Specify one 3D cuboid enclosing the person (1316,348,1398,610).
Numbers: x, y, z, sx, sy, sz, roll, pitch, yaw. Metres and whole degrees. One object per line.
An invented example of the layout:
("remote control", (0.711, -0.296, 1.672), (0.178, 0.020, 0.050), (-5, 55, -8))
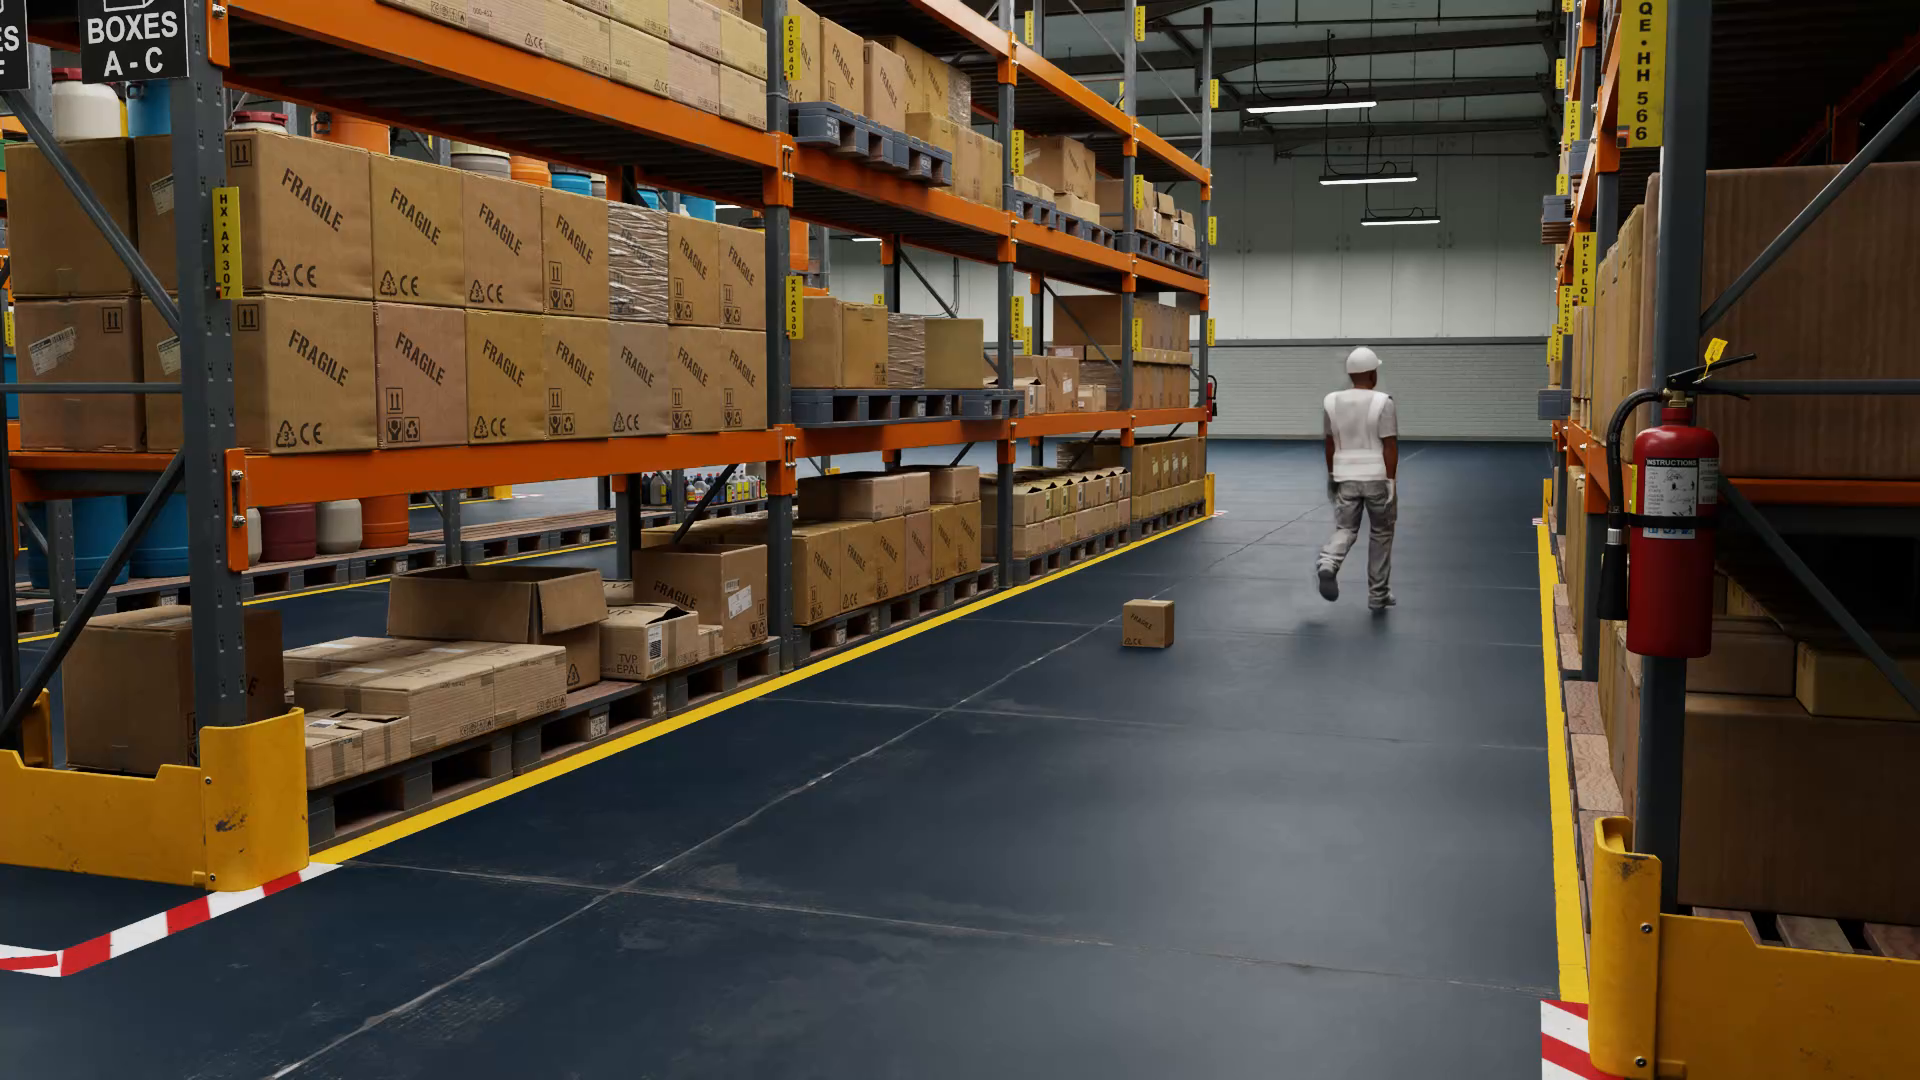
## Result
("person", (2.708, -0.408, 11.228), (0.550, 1.769, 0.753), (4, 6, 36))
